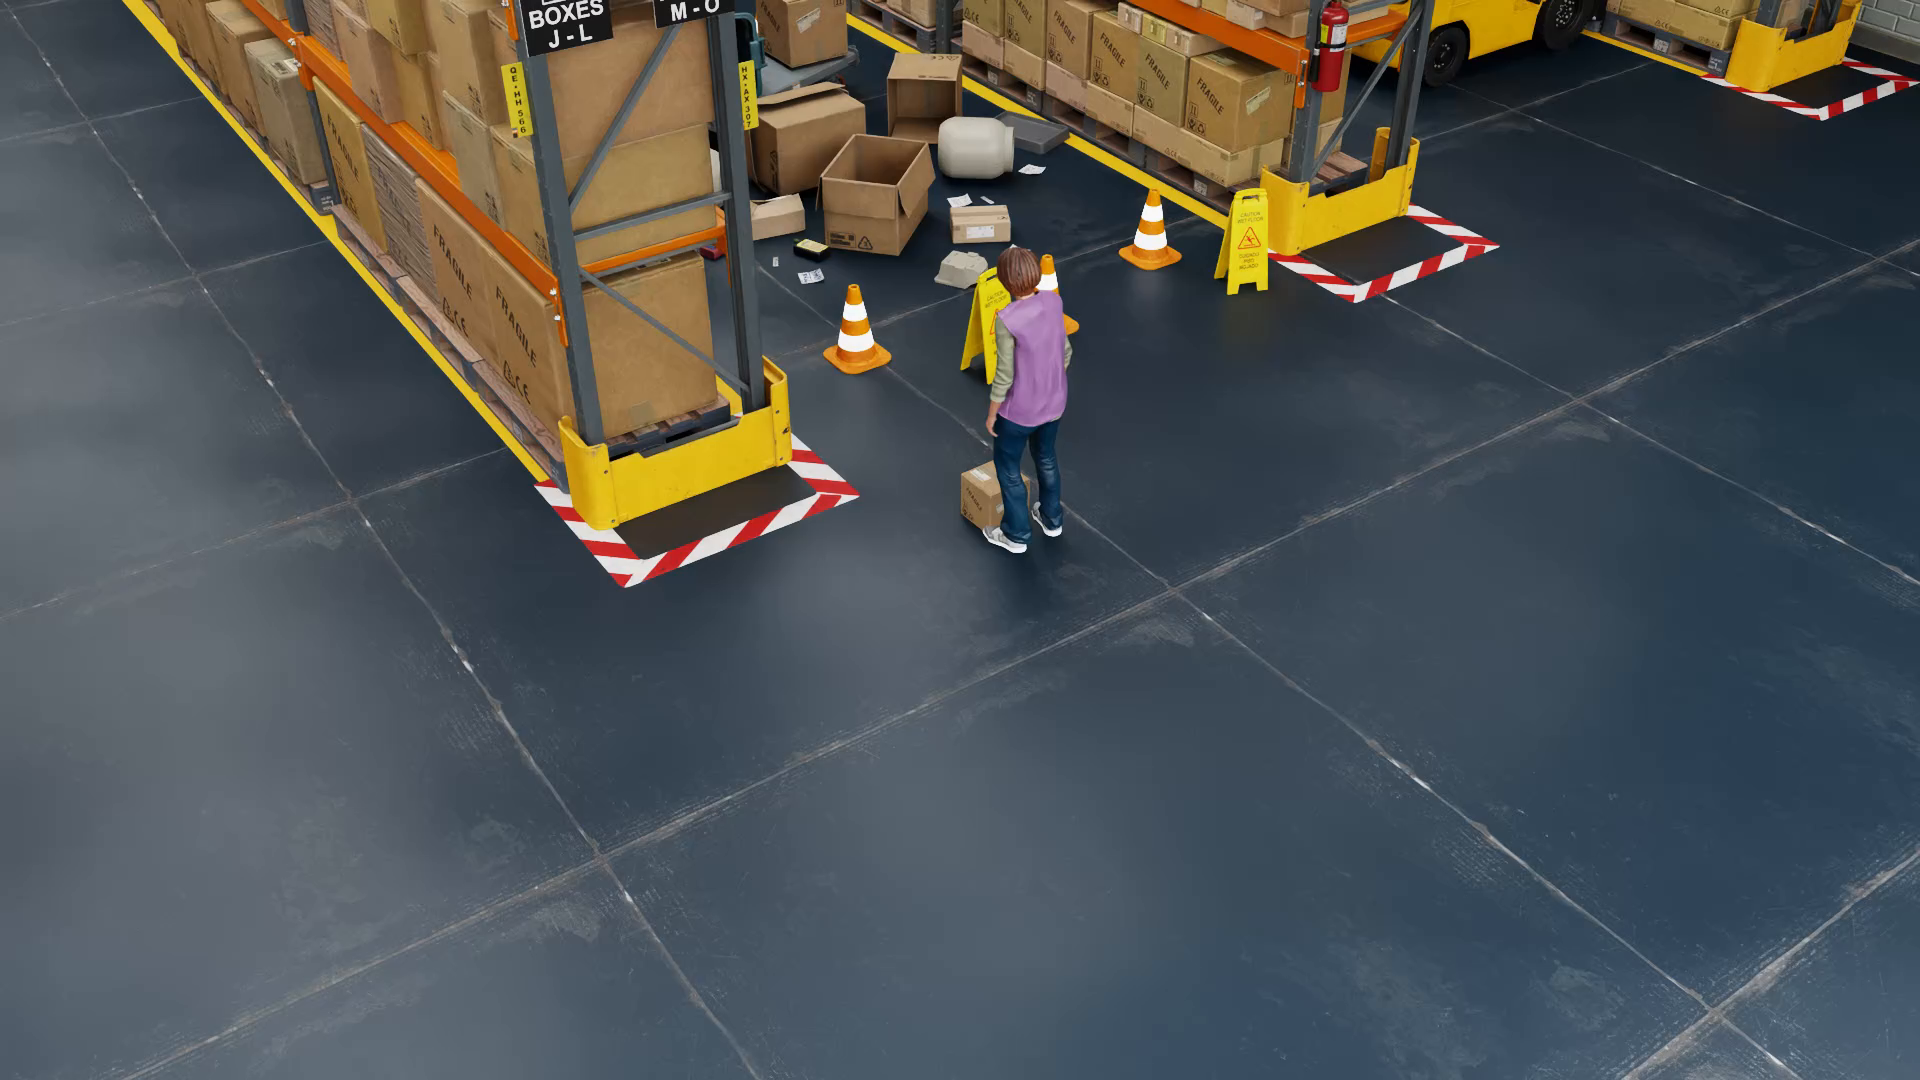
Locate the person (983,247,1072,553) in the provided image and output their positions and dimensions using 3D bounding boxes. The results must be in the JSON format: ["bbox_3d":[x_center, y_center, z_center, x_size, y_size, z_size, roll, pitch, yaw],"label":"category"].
[{"bbox_3d":[0.322,-0.642,7.865,0.478,1.592,0.345,-25,44,-30],"label":"person"}]
